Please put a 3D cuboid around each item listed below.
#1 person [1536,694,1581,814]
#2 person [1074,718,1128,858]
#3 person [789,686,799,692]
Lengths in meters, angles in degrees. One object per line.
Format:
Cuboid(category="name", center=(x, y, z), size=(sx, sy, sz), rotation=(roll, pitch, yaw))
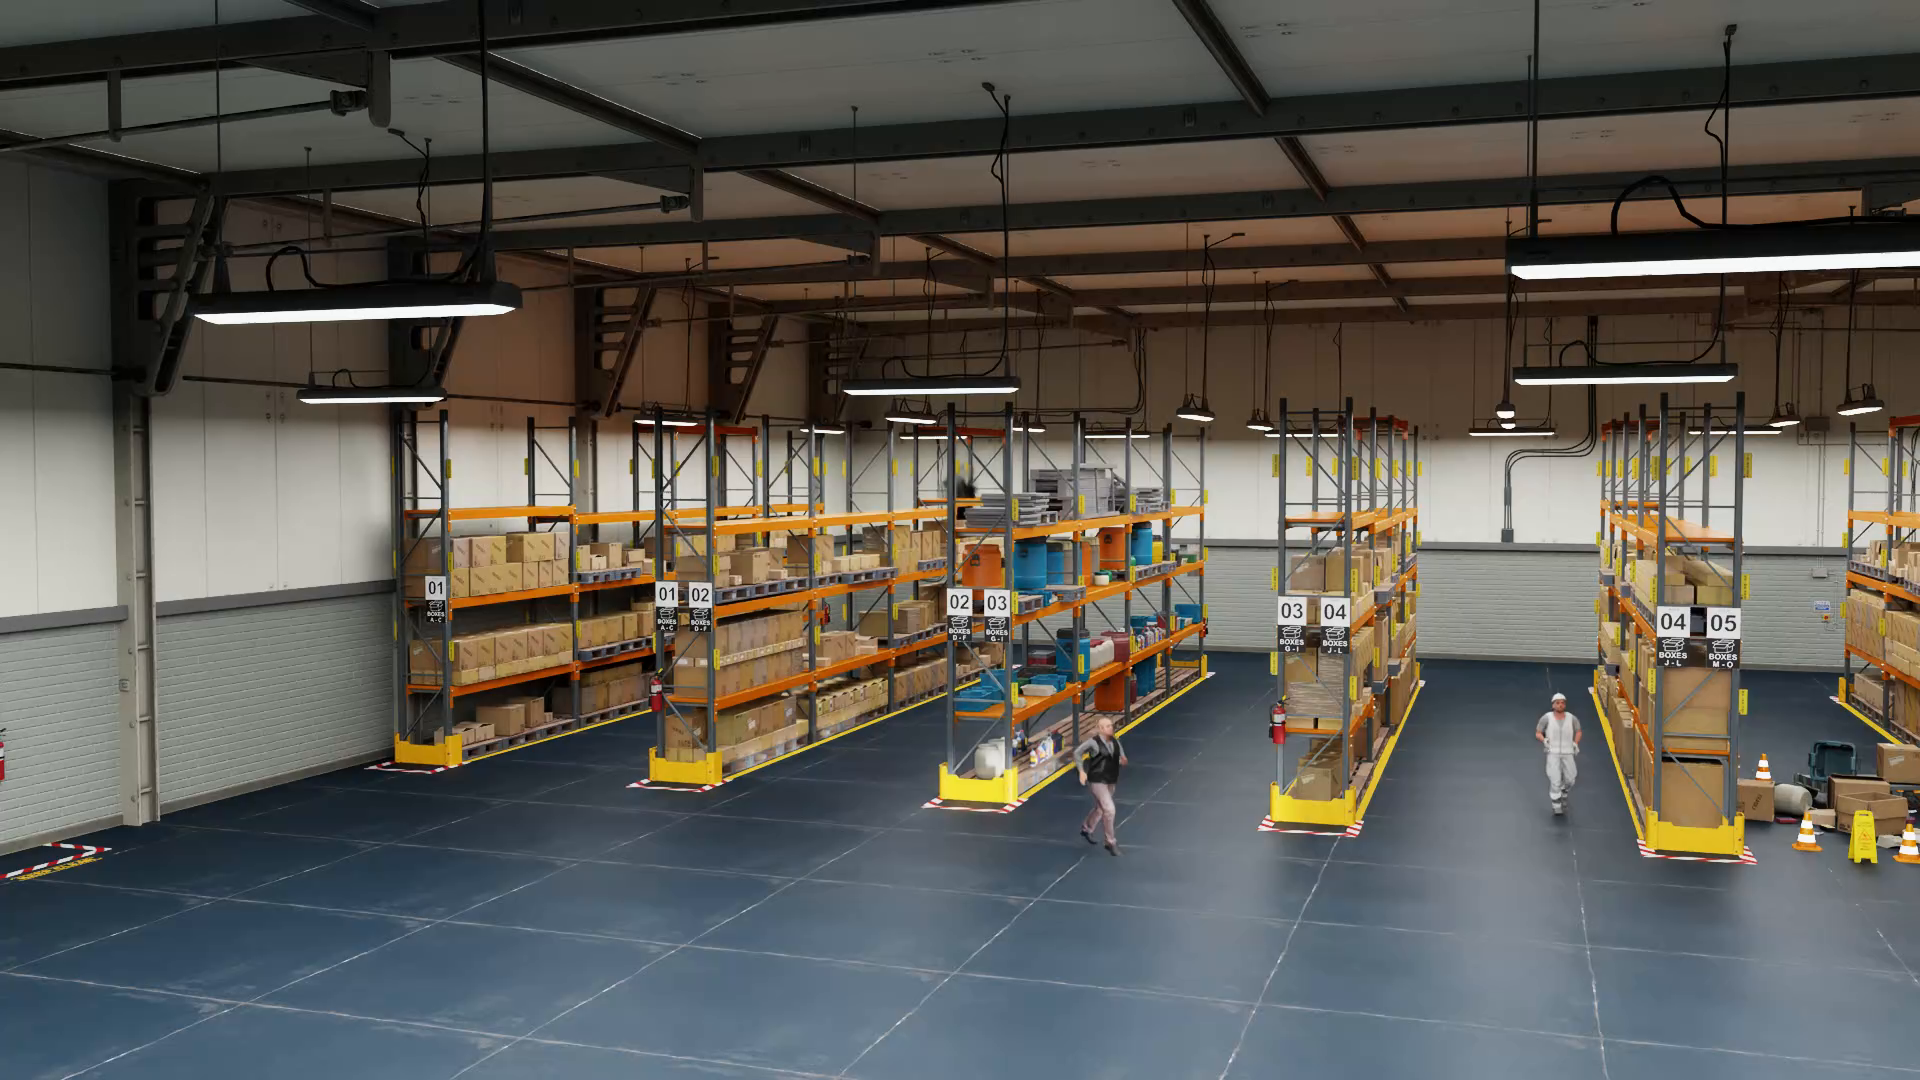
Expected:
Cuboid(category="person", center=(8.665, 3.095, 24.041), size=(0.633, 1.740, 0.603), rotation=(0, 2, 11))
Cuboid(category="person", center=(1.854, 3.240, 21.687), size=(0.628, 1.692, 0.867), rotation=(-2, 3, -42))
Cuboid(category="person", center=(-3.418, 2.725, 34.071), size=(0.558, 1.680, 0.685), rotation=(1, 3, 19))
